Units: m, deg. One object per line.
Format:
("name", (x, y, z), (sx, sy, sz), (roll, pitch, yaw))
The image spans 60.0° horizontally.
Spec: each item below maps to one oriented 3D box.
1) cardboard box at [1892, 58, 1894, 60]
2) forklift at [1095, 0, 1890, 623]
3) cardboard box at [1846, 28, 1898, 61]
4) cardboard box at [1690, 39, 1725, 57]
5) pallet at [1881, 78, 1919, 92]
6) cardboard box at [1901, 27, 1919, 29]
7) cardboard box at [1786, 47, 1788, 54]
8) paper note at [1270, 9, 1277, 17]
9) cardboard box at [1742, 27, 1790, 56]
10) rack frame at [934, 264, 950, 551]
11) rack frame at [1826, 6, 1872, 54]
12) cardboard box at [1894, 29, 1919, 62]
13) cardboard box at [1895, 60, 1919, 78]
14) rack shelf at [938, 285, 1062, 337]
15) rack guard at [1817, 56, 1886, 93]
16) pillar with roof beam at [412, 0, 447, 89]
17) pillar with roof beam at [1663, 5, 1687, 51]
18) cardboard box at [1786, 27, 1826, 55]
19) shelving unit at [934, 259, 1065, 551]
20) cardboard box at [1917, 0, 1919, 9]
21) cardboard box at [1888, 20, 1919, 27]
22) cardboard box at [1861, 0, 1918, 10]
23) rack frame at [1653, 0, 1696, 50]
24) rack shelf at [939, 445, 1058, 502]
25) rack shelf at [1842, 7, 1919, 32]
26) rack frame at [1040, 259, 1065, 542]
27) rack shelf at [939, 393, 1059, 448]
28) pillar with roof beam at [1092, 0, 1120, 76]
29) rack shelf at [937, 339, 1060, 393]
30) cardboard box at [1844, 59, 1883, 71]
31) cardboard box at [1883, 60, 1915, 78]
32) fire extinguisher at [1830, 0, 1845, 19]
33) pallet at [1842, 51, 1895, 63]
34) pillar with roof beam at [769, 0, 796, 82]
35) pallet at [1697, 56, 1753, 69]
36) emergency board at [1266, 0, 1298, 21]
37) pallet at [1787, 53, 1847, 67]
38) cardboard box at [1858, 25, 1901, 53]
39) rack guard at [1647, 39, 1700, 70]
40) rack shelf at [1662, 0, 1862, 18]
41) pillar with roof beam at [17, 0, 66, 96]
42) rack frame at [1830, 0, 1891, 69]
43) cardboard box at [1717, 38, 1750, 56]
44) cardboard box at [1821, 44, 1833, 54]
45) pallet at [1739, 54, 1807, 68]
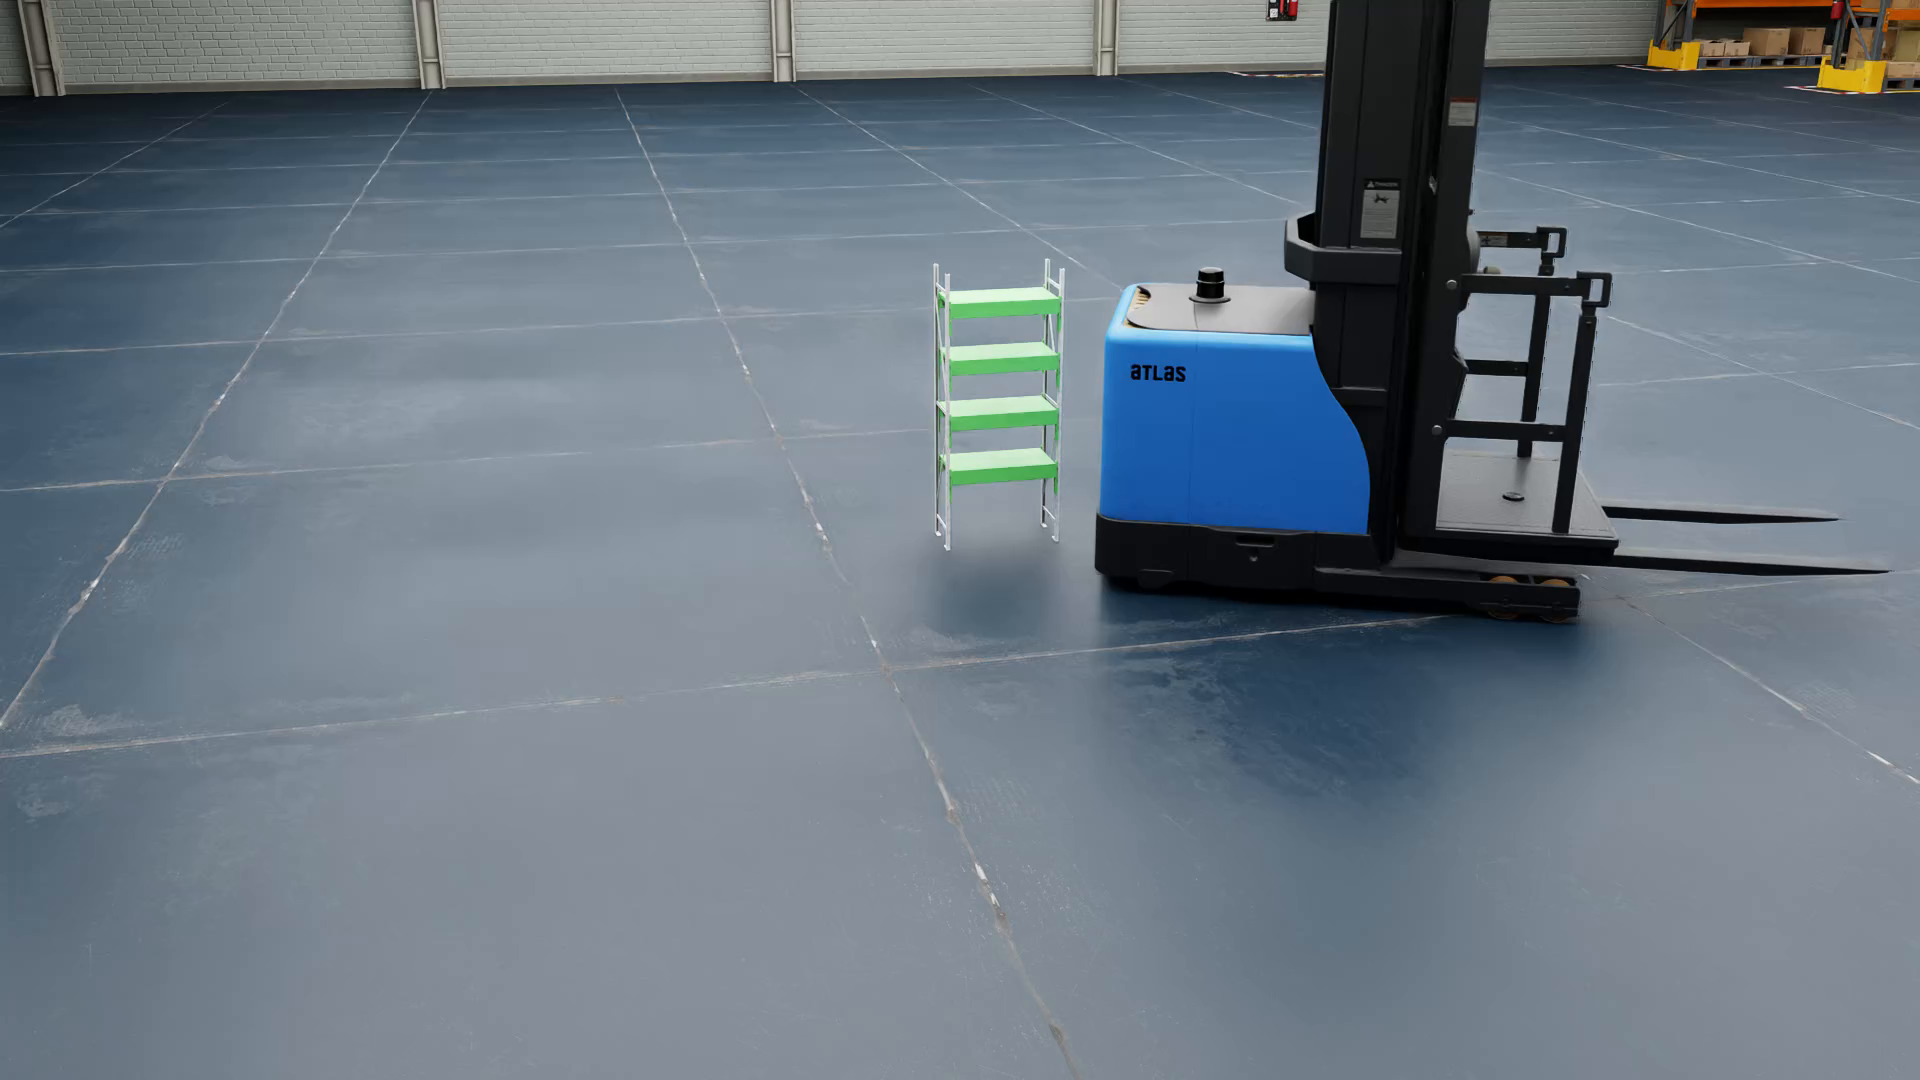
("cardboard box", (15.976, -8.116, 28.497), (0.500, 0.250, 0.500), (-5, 21, -12))
("forklift", (2.117, -1.252, 6.473), (3.031, 2.935, 1.130), (3, 20, 9))
("cardboard box", (15.491, -8.425, 28.251), (0.500, 0.500, 0.500), (-5, 21, -12))
("cardboard box", (14.588, -9.652, 32.571), (0.500, 0.311, 0.500), (-7, 21, -19))
("pallet", (15.773, -7.790, 28.275), (1.213, 0.211, 1.003), (-5, 21, -12))
("cardboard box", (16.461, -8.509, 28.480), (0.500, 0.500, 0.500), (-5, 21, -12))
("cardboard box", (16.226, -9.748, 33.069), (0.250, 0.149, 0.380), (-6, 21, -17))
("paper note", (5.936, -9.966, 31.440), (0.142, 0.148, 0.016), (-5, 21, -12))
("cardboard box", (15.869, -9.827, 32.775), (0.500, 0.500, 0.700), (-6, 21, -16))
("rack frame", (-0.076, -0.557, 7.091), (0.015, 1.200, 0.240), (-5, 21, -12))
("rack frame", (17.787, -11.000, 32.981), (0.127, 3.000, 1.000), (-5, 21, -12))
("cardboard box", (16.097, -8.292, 27.886), (0.500, 0.500, 0.500), (-5, 21, -12))
("cardboard box", (16.097, -7.940, 28.016), (0.500, 0.250, 0.500), (-5, 21, -12))
("rack shelf", (0.161, -0.967, 7.001), (0.480, 0.148, 0.258), (-5, 21, -12))
("rack guard", (15.015, -7.849, 28.016), (0.348, 0.500, 1.175), (-5, 21, -12))
("pillar with roof beam", (-7.989, -10.504, 22.907), (0.400, 9.000, 9.100), (-5, 21, -12))
("pillar with roof beam", (15.367, -12.404, 28.093), (0.400, 9.000, 9.100), (-5, 21, -12))
("cardboard box", (16.786, -9.937, 33.075), (0.500, 0.500, 0.500), (-6, 21, -17))
("shelving unit", (0.161, -0.576, 7.144), (0.503, 1.200, 0.258), (-5, 21, -12))
("cardboard box", (16.005, -9.148, 27.781), (0.500, 0.500, 0.700), (-4, 21, -11))
("cardboard box", (18.927, -10.484, 33.479), (0.500, 0.250, 0.500), (-5, 21, -14))
("cardboard box", (15.495, -9.105, 27.663), (0.500, 0.500, 0.700), (-5, 21, -12))
("rack frame", (13.894, -10.683, 32.117), (0.127, 3.000, 1.000), (-5, 21, -12))
("rack shelf", (0.161, -0.291, 7.249), (0.480, 0.148, 0.258), (-5, 21, -12))
("rack shelf", (16.984, -8.846, 28.147), (4.000, 0.370, 1.077), (-5, 21, -12))
("rack frame", (0.399, -0.596, 7.197), (0.015, 1.200, 0.240), (-5, 21, -12))
("rack shelf", (0.161, -0.516, 7.166), (0.480, 0.148, 0.258), (-5, 21, -12))
("pillar with roof beam", (3.689, -11.454, 25.500), (0.400, 9.000, 9.100), (-5, 21, -12))
("rack shelf", (0.161, -0.742, 7.083), (0.480, 0.148, 0.258), (-5, 21, -12))
("cardboard box", (15.492, -8.073, 28.378), (0.500, 0.250, 0.500), (-5, 21, -12))
("cardboard box", (15.611, -7.899, 27.905), (0.500, 0.250, 0.500), (-5, 21, -12))
("fire extinguisher", (14.816, -9.135, 28.004), (0.183, 0.674, 0.296), (-5, 21, -12))
("pallet", (18.544, -9.752, 33.631), (1.213, 0.211, 1.003), (-5, 21, -12))
("pillar with roof beam", (-2.150, -10.979, 24.204), (0.400, 9.000, 9.100), (-5, 21, -12))
("pallet", (14.767, -9.432, 32.756), (1.213, 0.211, 1.003), (-5, 21, -12))
("emergency board", (6.124, -10.370, 31.263), (0.643, 1.169, 0.194), (-5, 21, -12))
("pallet", (17.142, -9.625, 33.284), (1.213, 0.211, 1.003), (-5, 21, -12))
("cardboard box", (18.500, -10.096, 33.510), (0.500, 0.500, 0.700), (-4, 20, -11))
("rack guard", (13.968, -9.515, 32.564), (0.348, 0.500, 1.175), (-5, 21, -12))
("rack shelf", (15.841, -10.504, 32.673), (4.000, 0.370, 1.077), (-5, 21, -12))
("pillar with roof beam", (-13.828, -10.029, 21.611), (0.400, 9.000, 9.100), (-5, 21, -12))
("rack frame", (15.038, -9.025, 27.591), (0.127, 3.000, 1.000), (-5, 21, -12))
("cardboard box", (15.143, -9.697, 32.694), (0.500, 0.311, 0.500), (-3, 20, -8))
("cardboard box", (17.273, -9.823, 33.250), (0.250, 0.166, 0.380), (-7, 21, -20))
("pallet", (15.952, -9.527, 33.017), (1.213, 0.211, 1.003), (-5, 21, -12))
